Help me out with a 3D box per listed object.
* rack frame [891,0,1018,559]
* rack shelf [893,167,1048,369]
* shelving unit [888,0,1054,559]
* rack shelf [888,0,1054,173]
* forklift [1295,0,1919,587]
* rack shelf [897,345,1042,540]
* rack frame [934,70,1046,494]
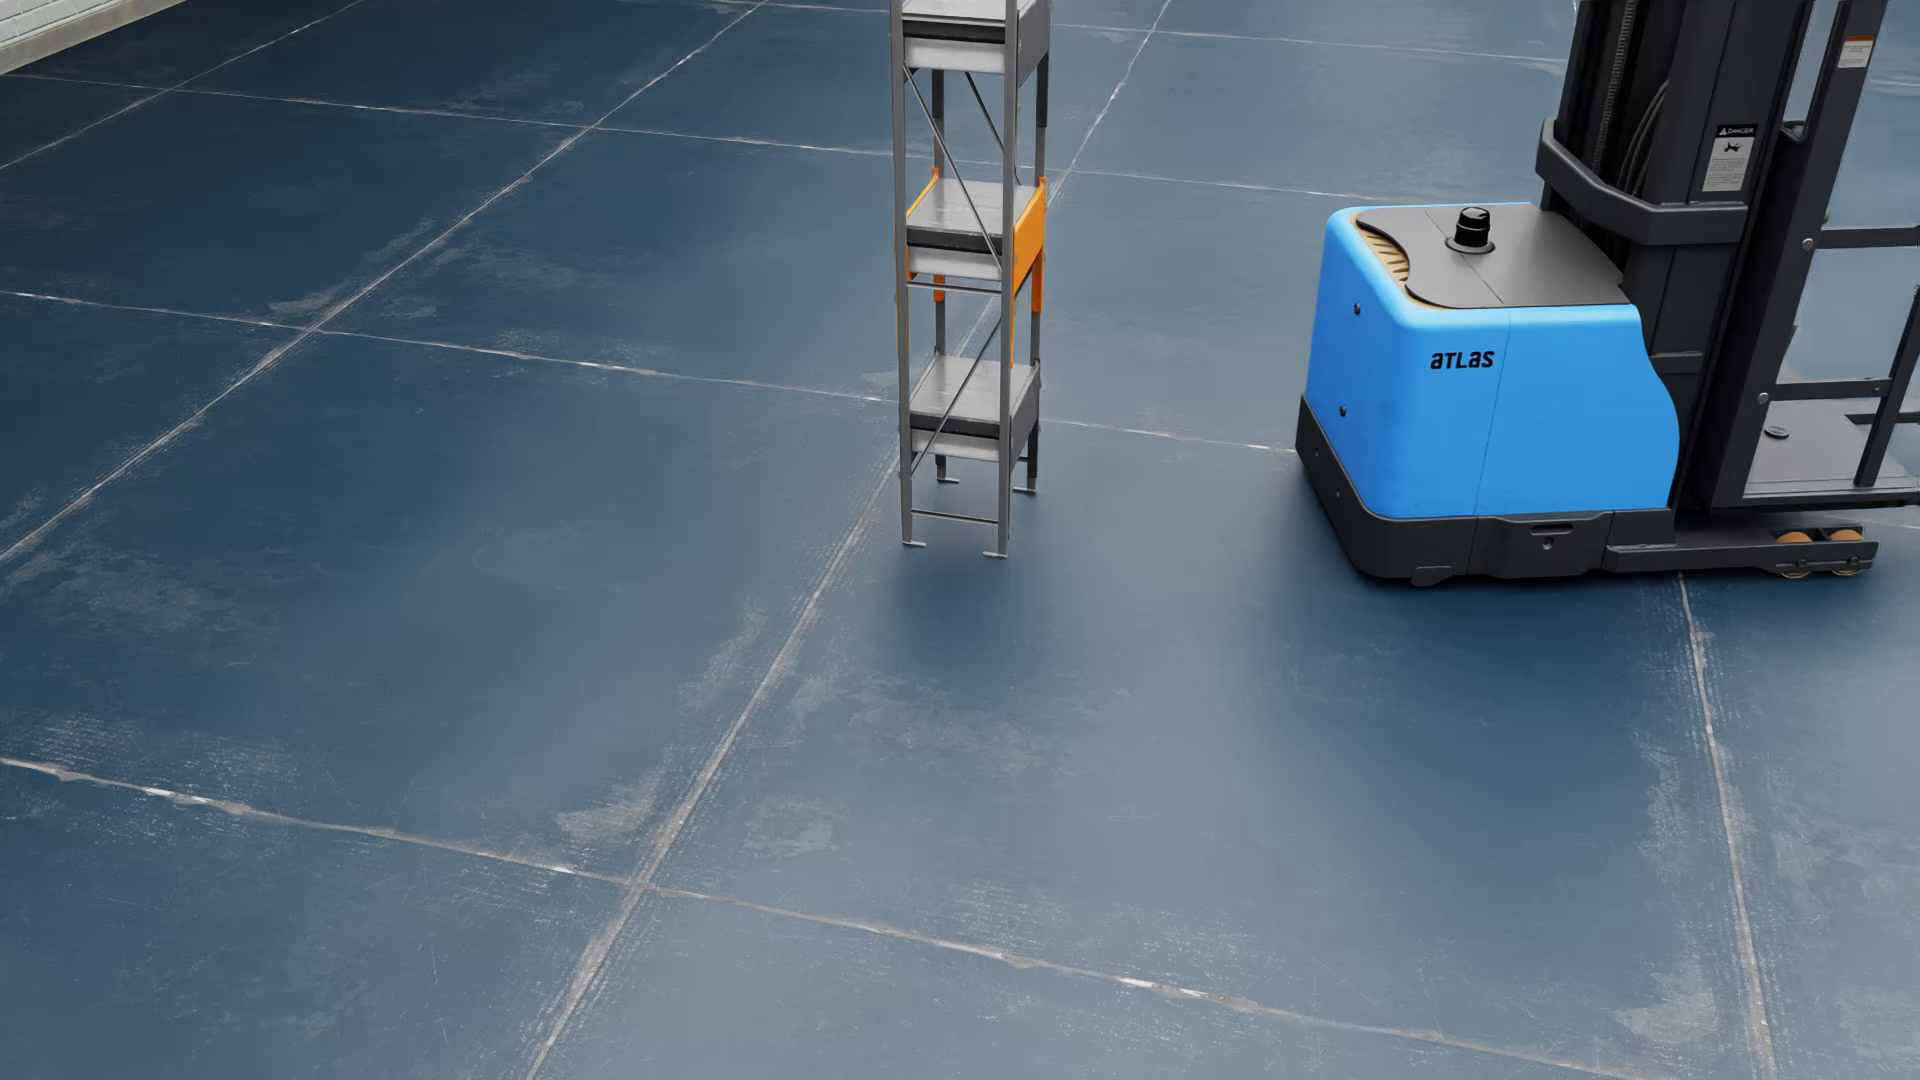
[{"bbox_3d":[-0.020,-0.845,5.623,0.400,2.100,0.015,8,33,12],"label":"rack frame"},{"bbox_3d":[0.042,-0.960,5.829,0.431,0.518,0.480,8,33,12],"label":"rack shelf"},{"bbox_3d":[0.042,-0.972,5.822,0.431,2.100,0.503,8,33,12],"label":"shelving unit"},{"bbox_3d":[0.042,-1.551,5.454,0.431,0.518,0.480,8,33,12],"label":"rack shelf"},{"bbox_3d":[2.893,-1.380,5.688,3.031,2.935,1.130,-2,33,-4],"label":"forklift"},{"bbox_3d":[0.042,-0.370,6.205,0.431,0.518,0.480,8,33,12],"label":"rack shelf"},{"bbox_3d":[0.104,-1.099,6.021,0.400,2.100,0.015,8,33,12],"label":"rack frame"}]
